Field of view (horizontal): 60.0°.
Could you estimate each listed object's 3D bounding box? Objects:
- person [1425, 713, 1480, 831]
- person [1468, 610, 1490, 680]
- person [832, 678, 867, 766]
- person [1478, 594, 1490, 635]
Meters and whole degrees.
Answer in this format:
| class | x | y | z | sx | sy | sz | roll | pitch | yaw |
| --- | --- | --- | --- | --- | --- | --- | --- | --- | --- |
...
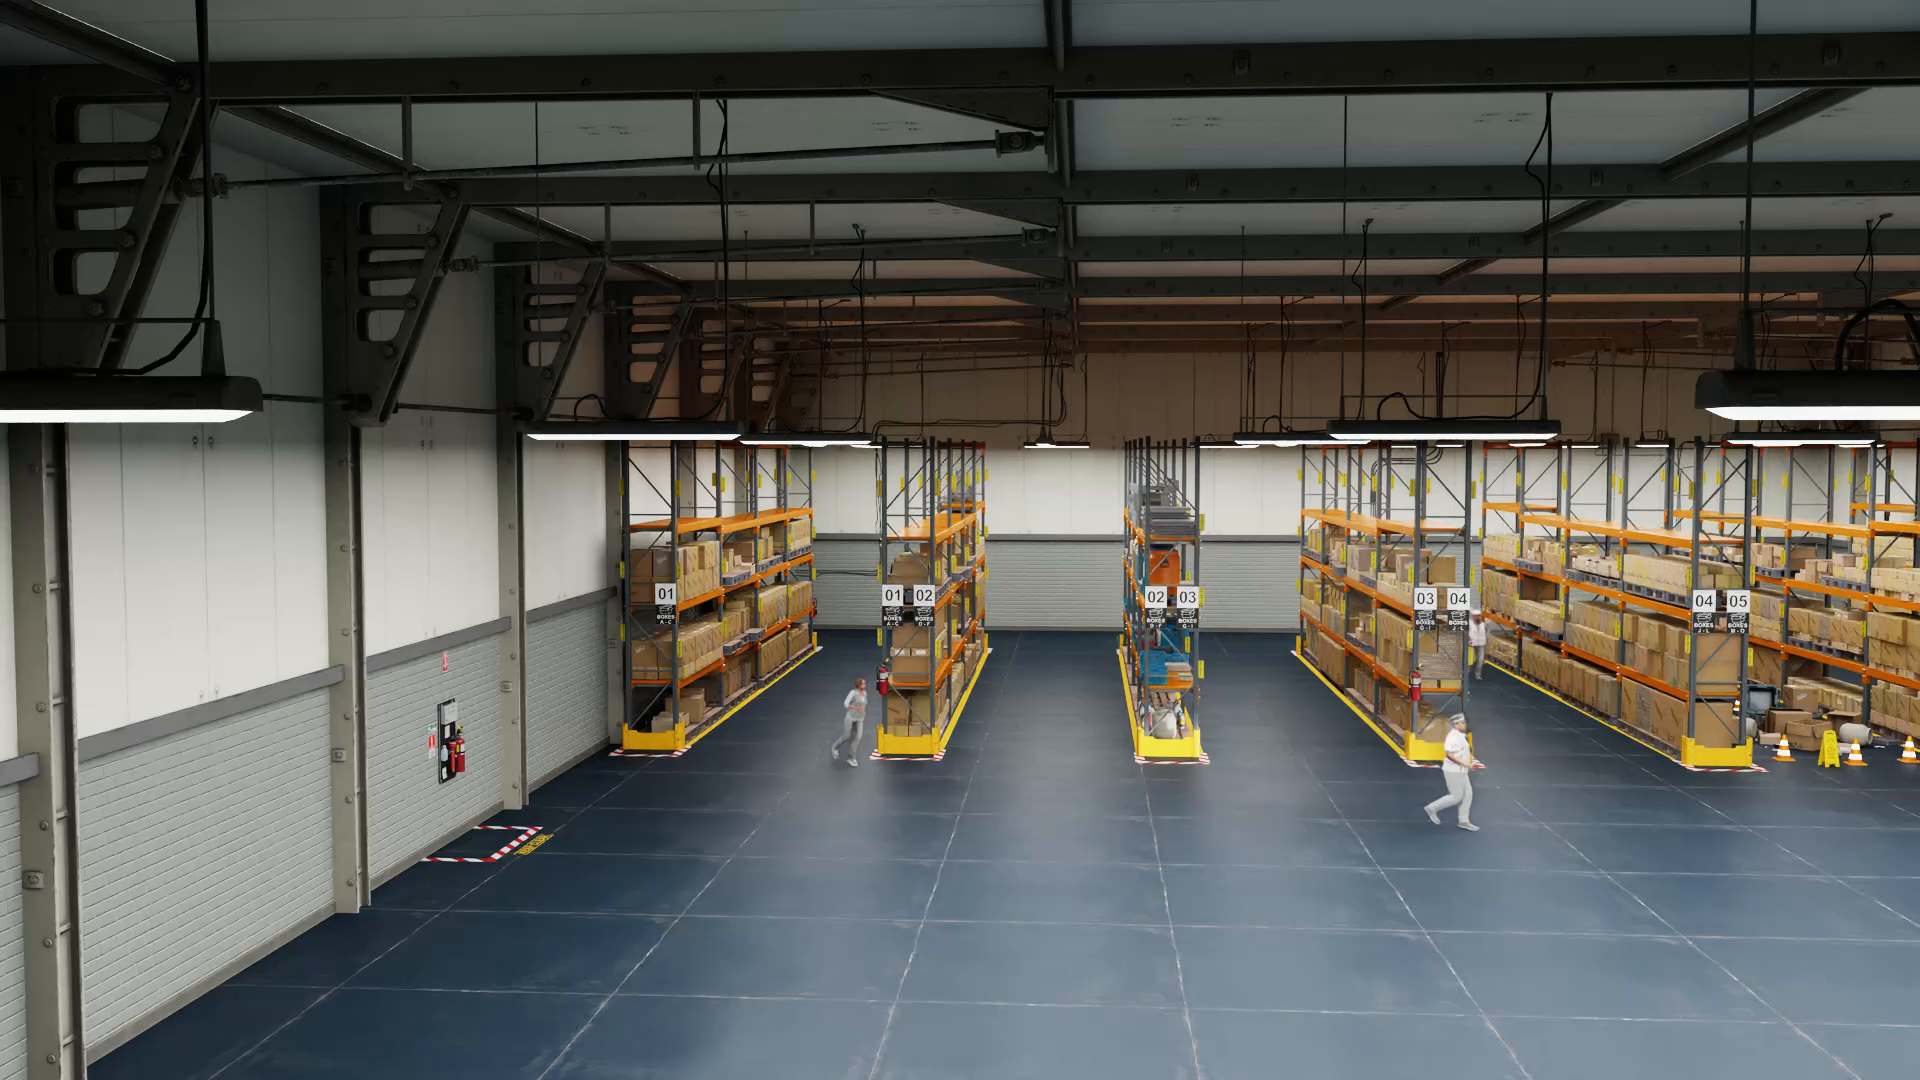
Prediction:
| class | x | y | z | sx | sy | sz | roll | pitch | yaw |
| --- | --- | --- | --- | --- | --- | --- | --- | --- | --- |
| person | 7.485 | 3.497 | 25.219 | 0.794 | 1.786 | 0.689 | 2 | 3 | 28 |
| person | 13.010 | 2.630 | 41.832 | 0.676 | 1.734 | 0.791 | 0 | 3 | 3 |
| person | -1.925 | 3.305 | 30.535 | 0.570 | 1.562 | 0.848 | -2 | 4 | -35 |
| person | 15.008 | 2.314 | 47.631 | 0.848 | 1.715 | 0.815 | 0 | 3 | 9 |
